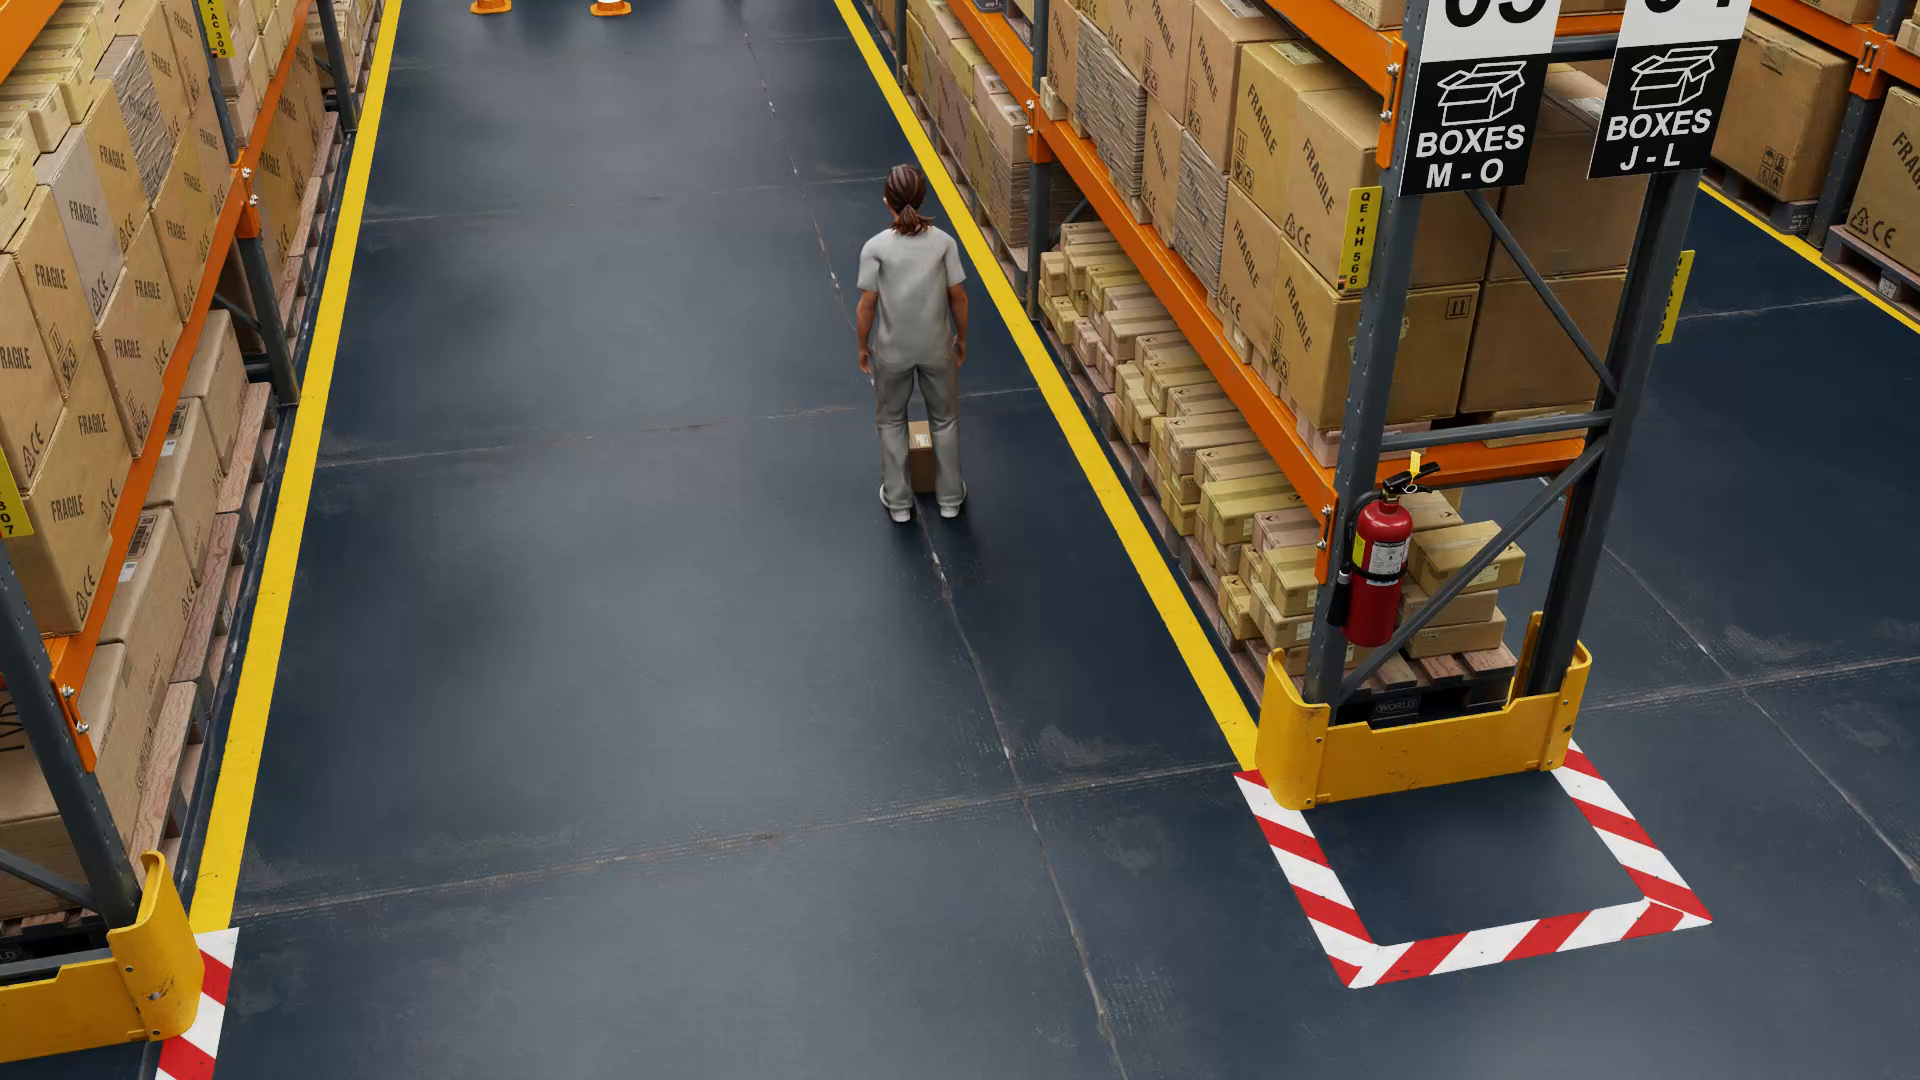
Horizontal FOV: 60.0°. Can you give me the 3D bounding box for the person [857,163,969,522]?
[{"bbox_3d":[-0.204,-0.843,7.372,0.501,1.672,0.350,-4,35,-6],"label":"person"}]
